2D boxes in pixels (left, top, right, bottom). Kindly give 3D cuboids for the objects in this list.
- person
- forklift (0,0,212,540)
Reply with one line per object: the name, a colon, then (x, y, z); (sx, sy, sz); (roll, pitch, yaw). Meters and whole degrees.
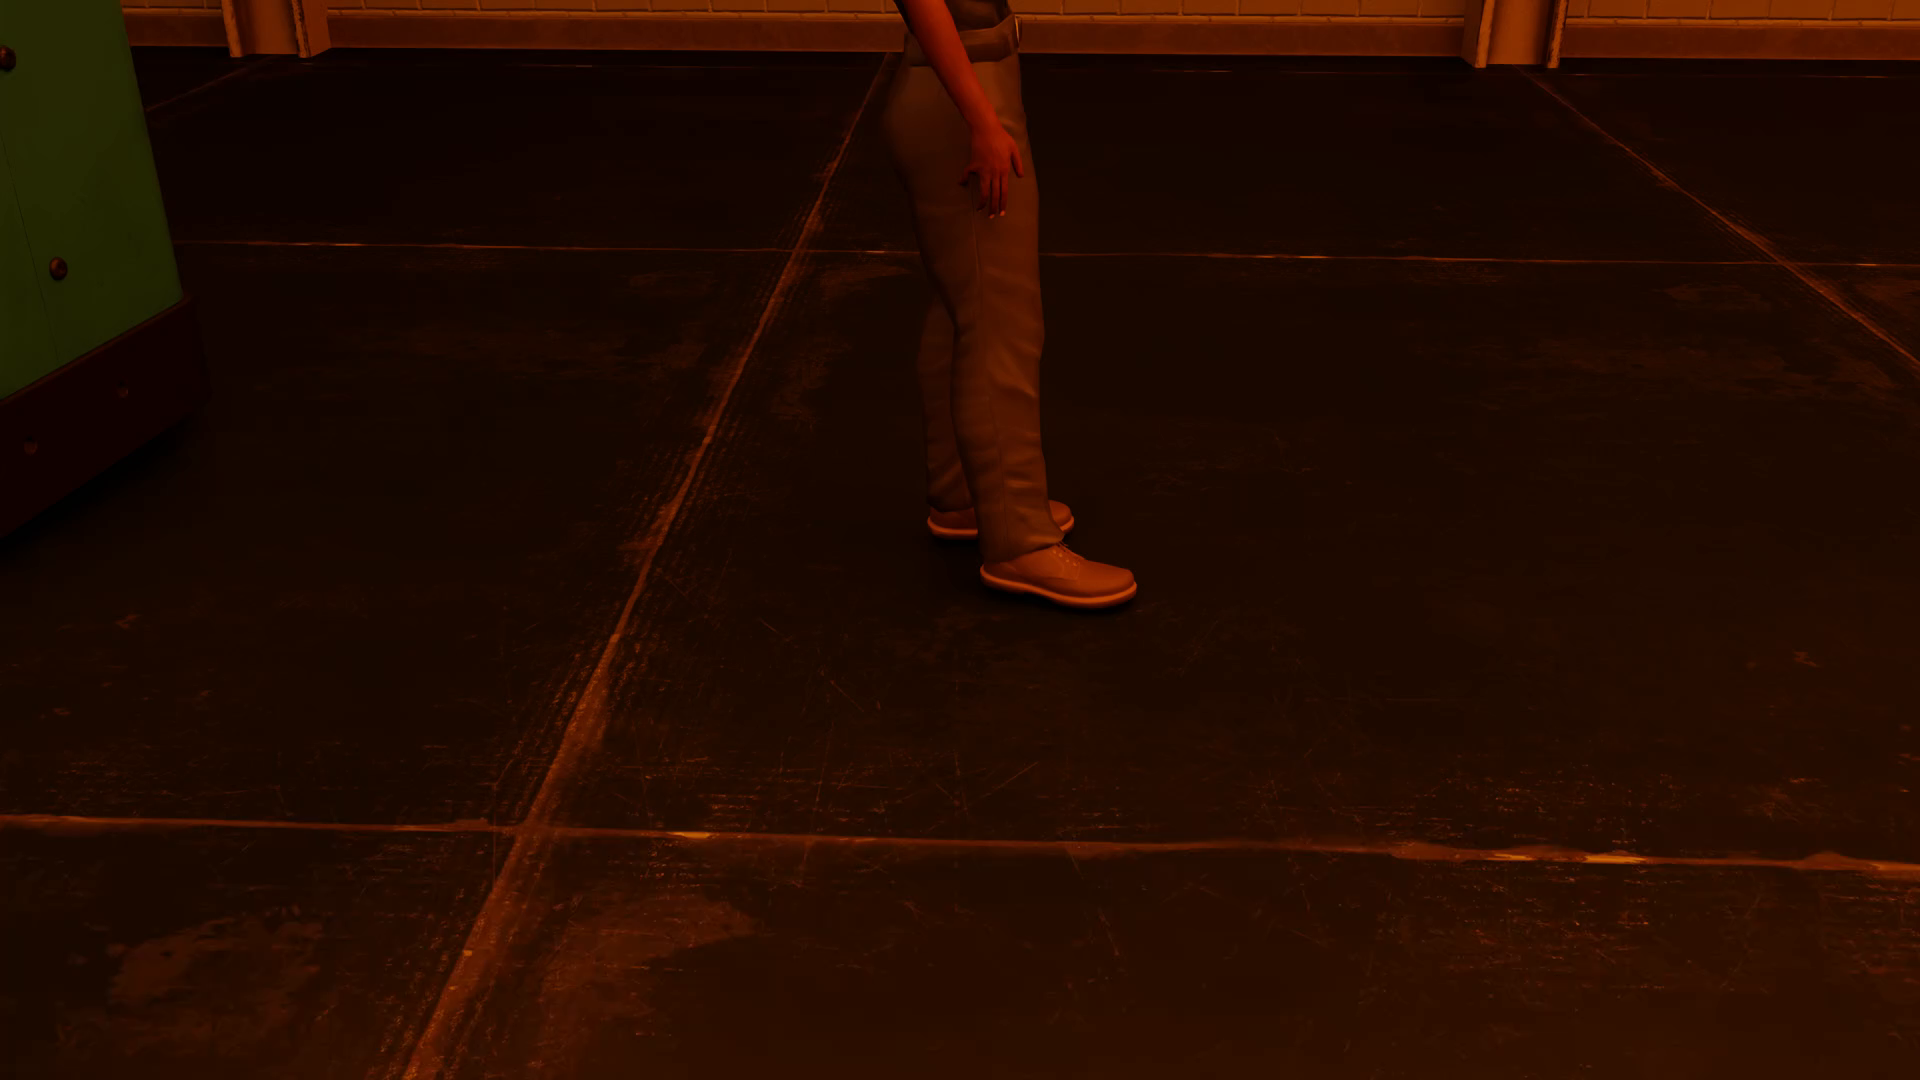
person: (0.087, -0.738, 2.942); (0.503, 1.656, 0.569); (1, 26, 2)
forklift: (-3.284, -1.477, 3.013); (3.031, 2.935, 1.130); (4, 27, 8)
